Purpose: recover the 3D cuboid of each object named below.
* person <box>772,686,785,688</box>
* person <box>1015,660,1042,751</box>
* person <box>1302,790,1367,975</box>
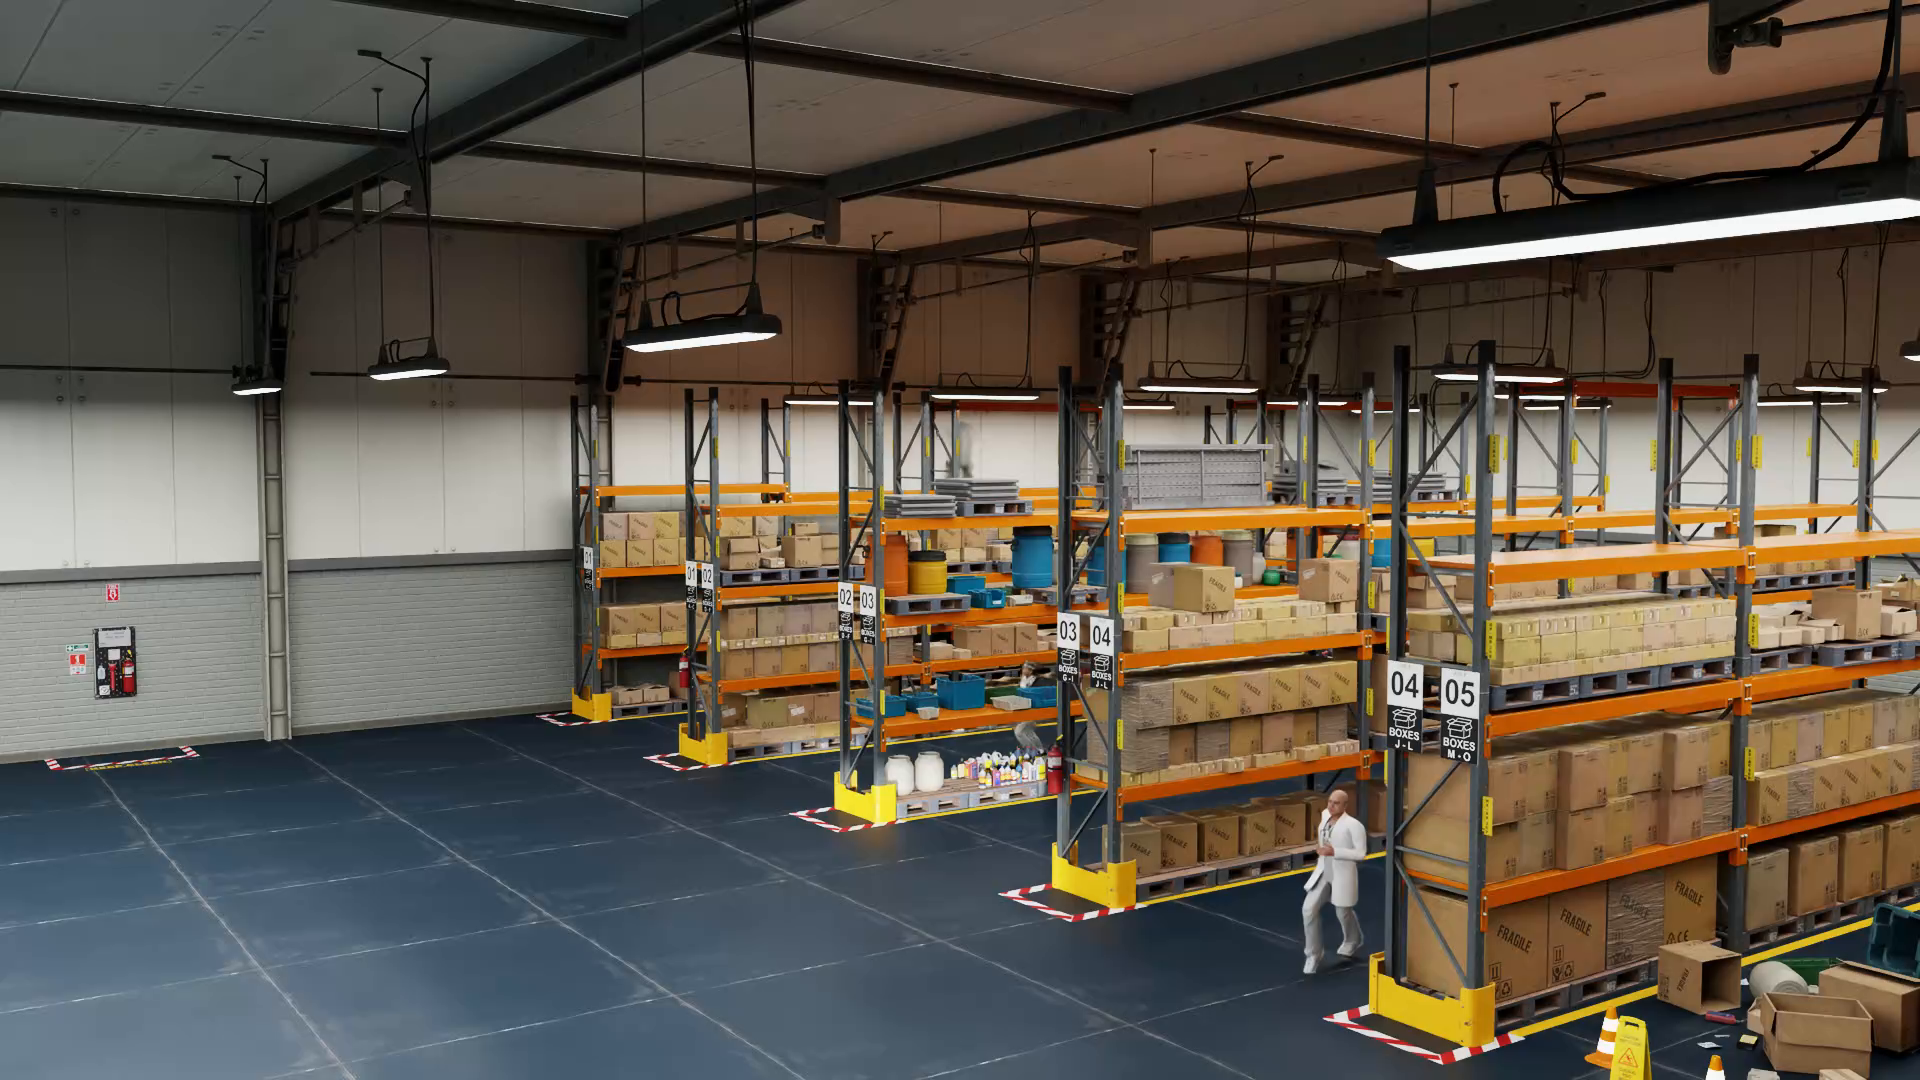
[{"bbox_3d":[-3.397,2.549,30.997,0.525,1.527,0.652,3,4,38],"label":"person"},{"bbox_3d":[1.096,2.746,26.442,0.669,1.710,0.616,-1,4,-17],"label":"person"},{"bbox_3d":[3.739,3.338,16.231,0.884,1.830,0.691,-3,5,-43],"label":"person"}]
